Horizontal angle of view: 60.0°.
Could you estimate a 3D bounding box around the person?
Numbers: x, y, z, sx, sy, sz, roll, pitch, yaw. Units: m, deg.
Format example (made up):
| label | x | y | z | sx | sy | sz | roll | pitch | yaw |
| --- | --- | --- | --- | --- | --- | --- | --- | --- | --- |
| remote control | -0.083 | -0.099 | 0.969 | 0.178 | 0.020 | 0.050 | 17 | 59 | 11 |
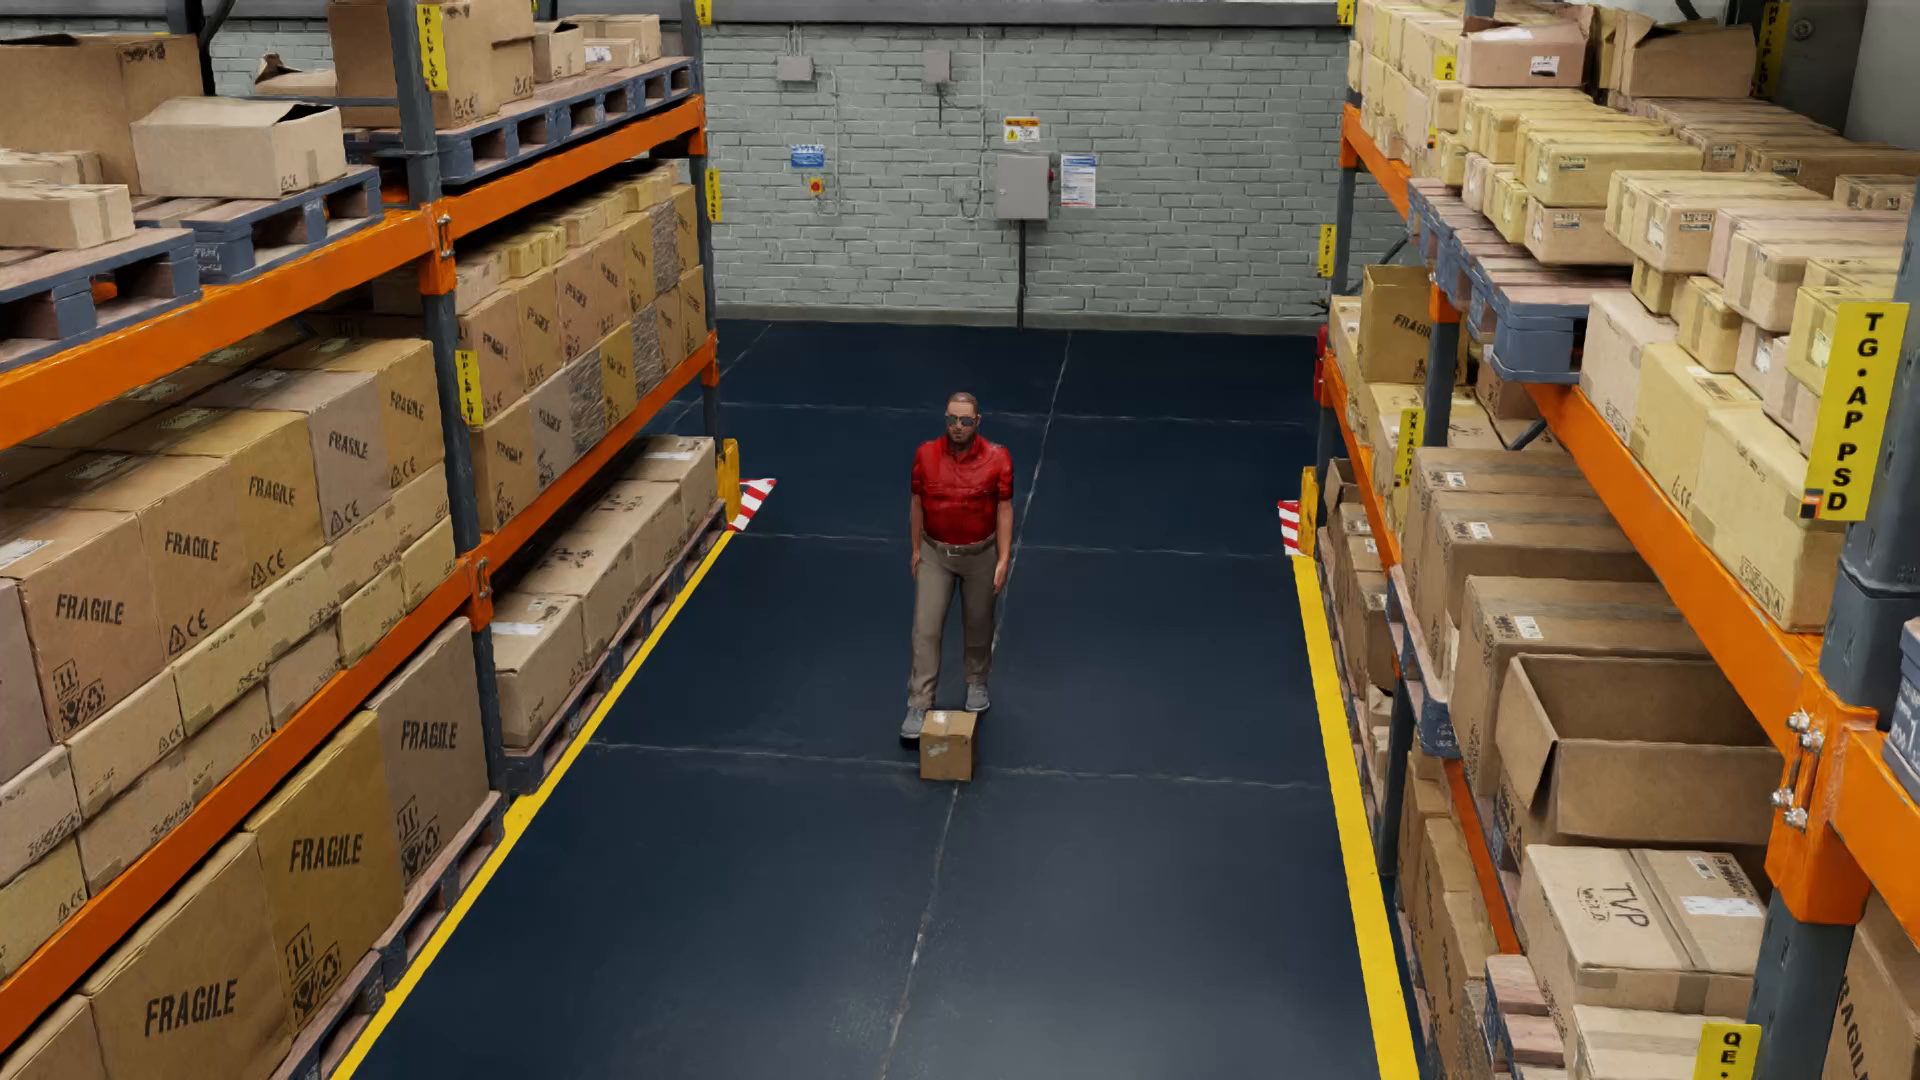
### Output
| label | x | y | z | sx | sy | sz | roll | pitch | yaw |
| --- | --- | --- | --- | --- | --- | --- | --- | --- | --- |
| person | 0.003 | -0.223 | 8.224 | 0.528 | 1.031 | 0.342 | 1 | 21 | 3 |
